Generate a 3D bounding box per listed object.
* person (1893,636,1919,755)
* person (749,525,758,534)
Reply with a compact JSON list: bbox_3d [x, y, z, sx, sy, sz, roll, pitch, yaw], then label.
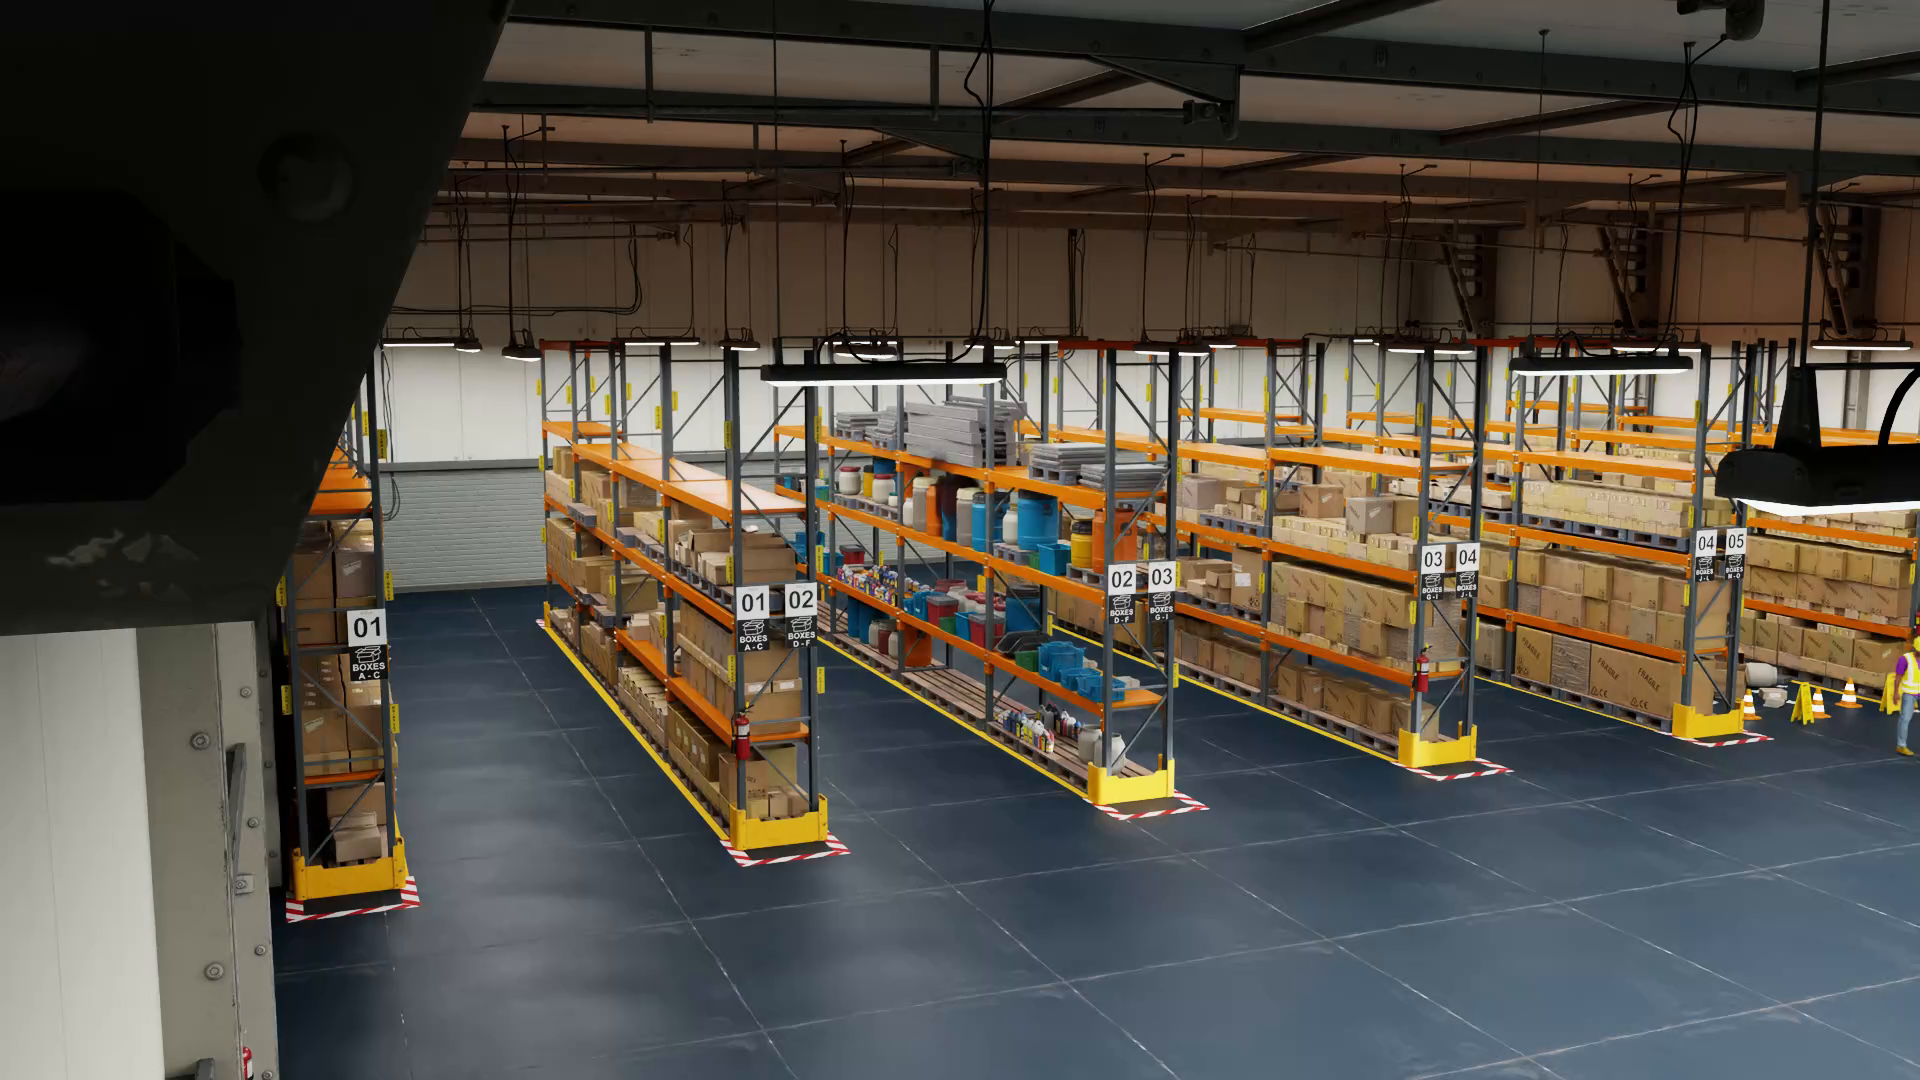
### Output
[{"bbox_3d":[14.081,2.278,24.464,0.607,1.764,0.411,2,8,15],"label":"person"},{"bbox_3d":[-4.648,0.554,37.584,0.391,1.792,0.642,3,8,21],"label":"person"}]
